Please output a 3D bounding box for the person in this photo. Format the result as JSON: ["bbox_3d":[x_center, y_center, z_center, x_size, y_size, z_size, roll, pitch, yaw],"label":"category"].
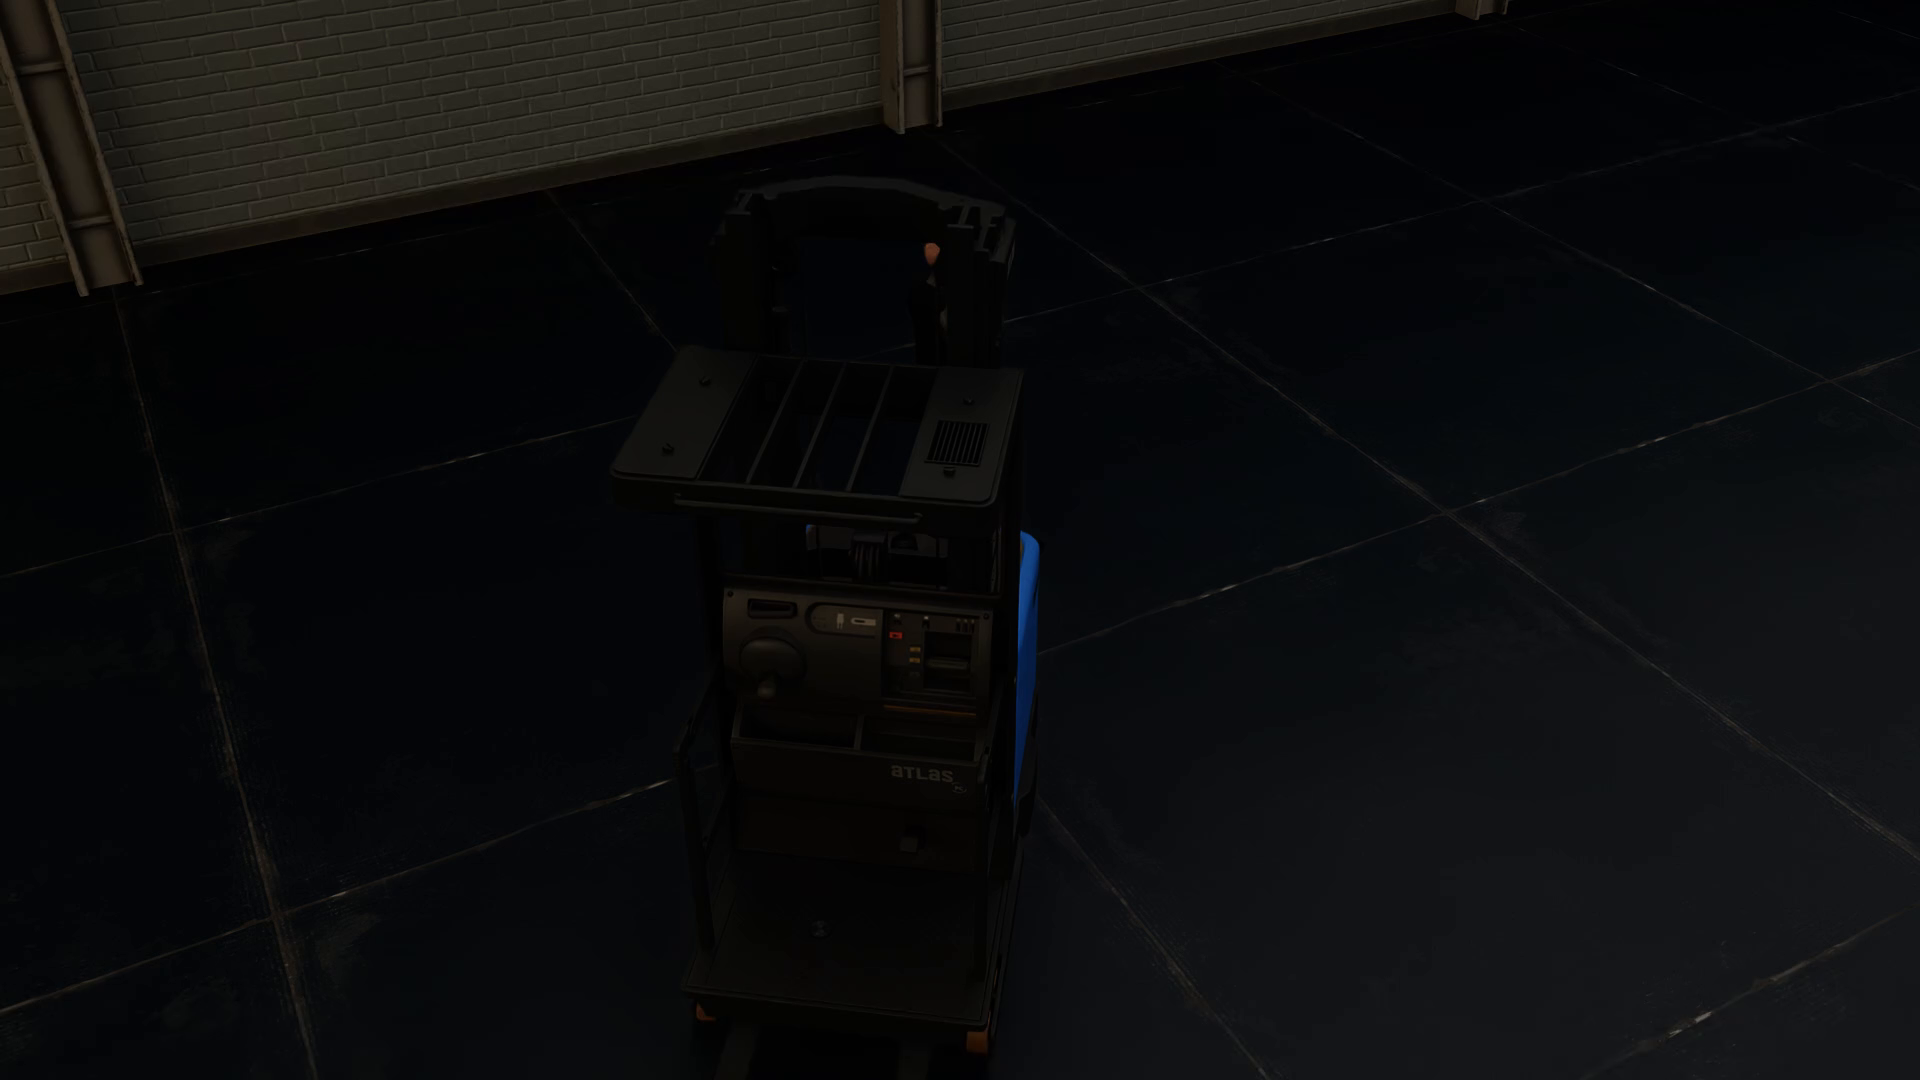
[{"bbox_3d":[0.058,-0.722,8.179,0.568,1.720,0.632,-17,39,-23],"label":"person"}]

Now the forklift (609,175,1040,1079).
[{"bbox_3d":[-0.381,0.442,5.498,1.130,2.935,3.031,5,36,7],"label":"forklift"}]
